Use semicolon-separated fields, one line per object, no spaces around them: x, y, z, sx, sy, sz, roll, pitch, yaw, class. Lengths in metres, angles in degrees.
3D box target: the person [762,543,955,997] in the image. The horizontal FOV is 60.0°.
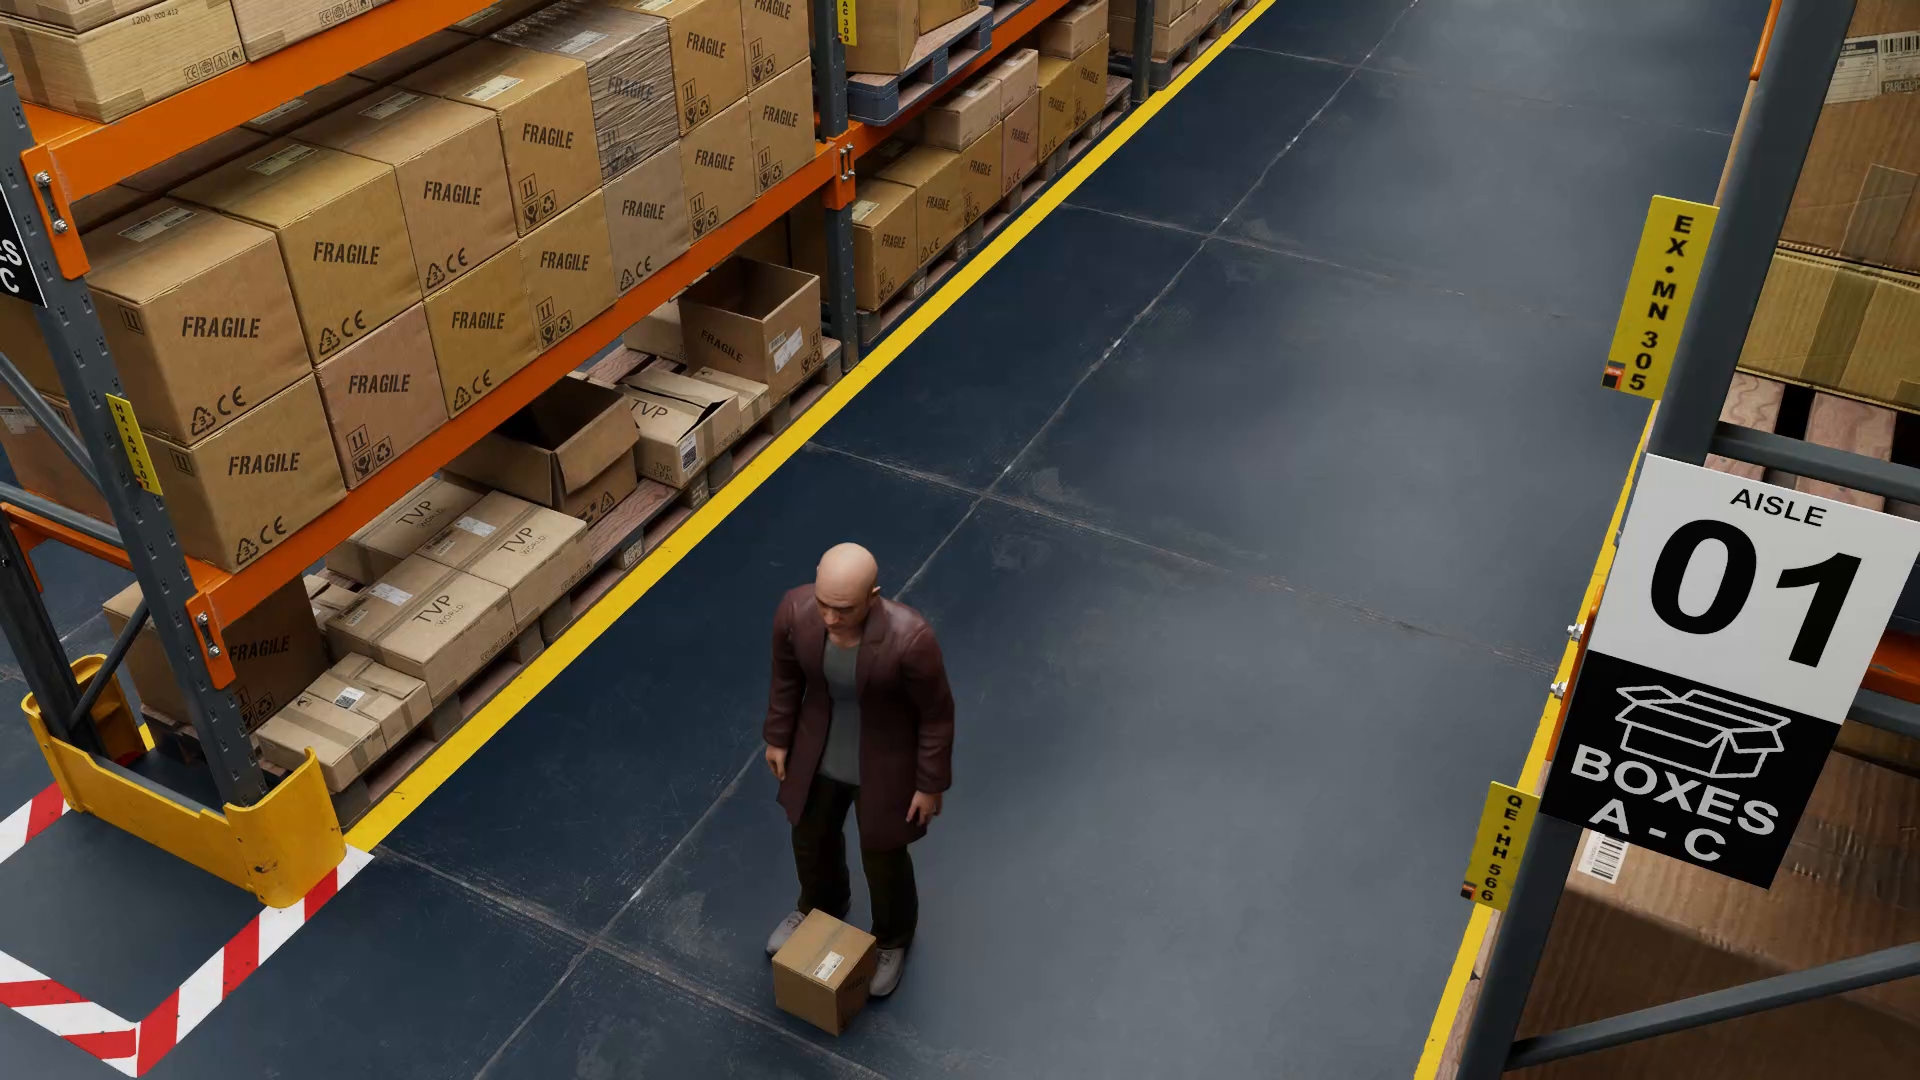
-0.328;0.701;5.250;0.648;1.772;0.429;15;40;19;person
